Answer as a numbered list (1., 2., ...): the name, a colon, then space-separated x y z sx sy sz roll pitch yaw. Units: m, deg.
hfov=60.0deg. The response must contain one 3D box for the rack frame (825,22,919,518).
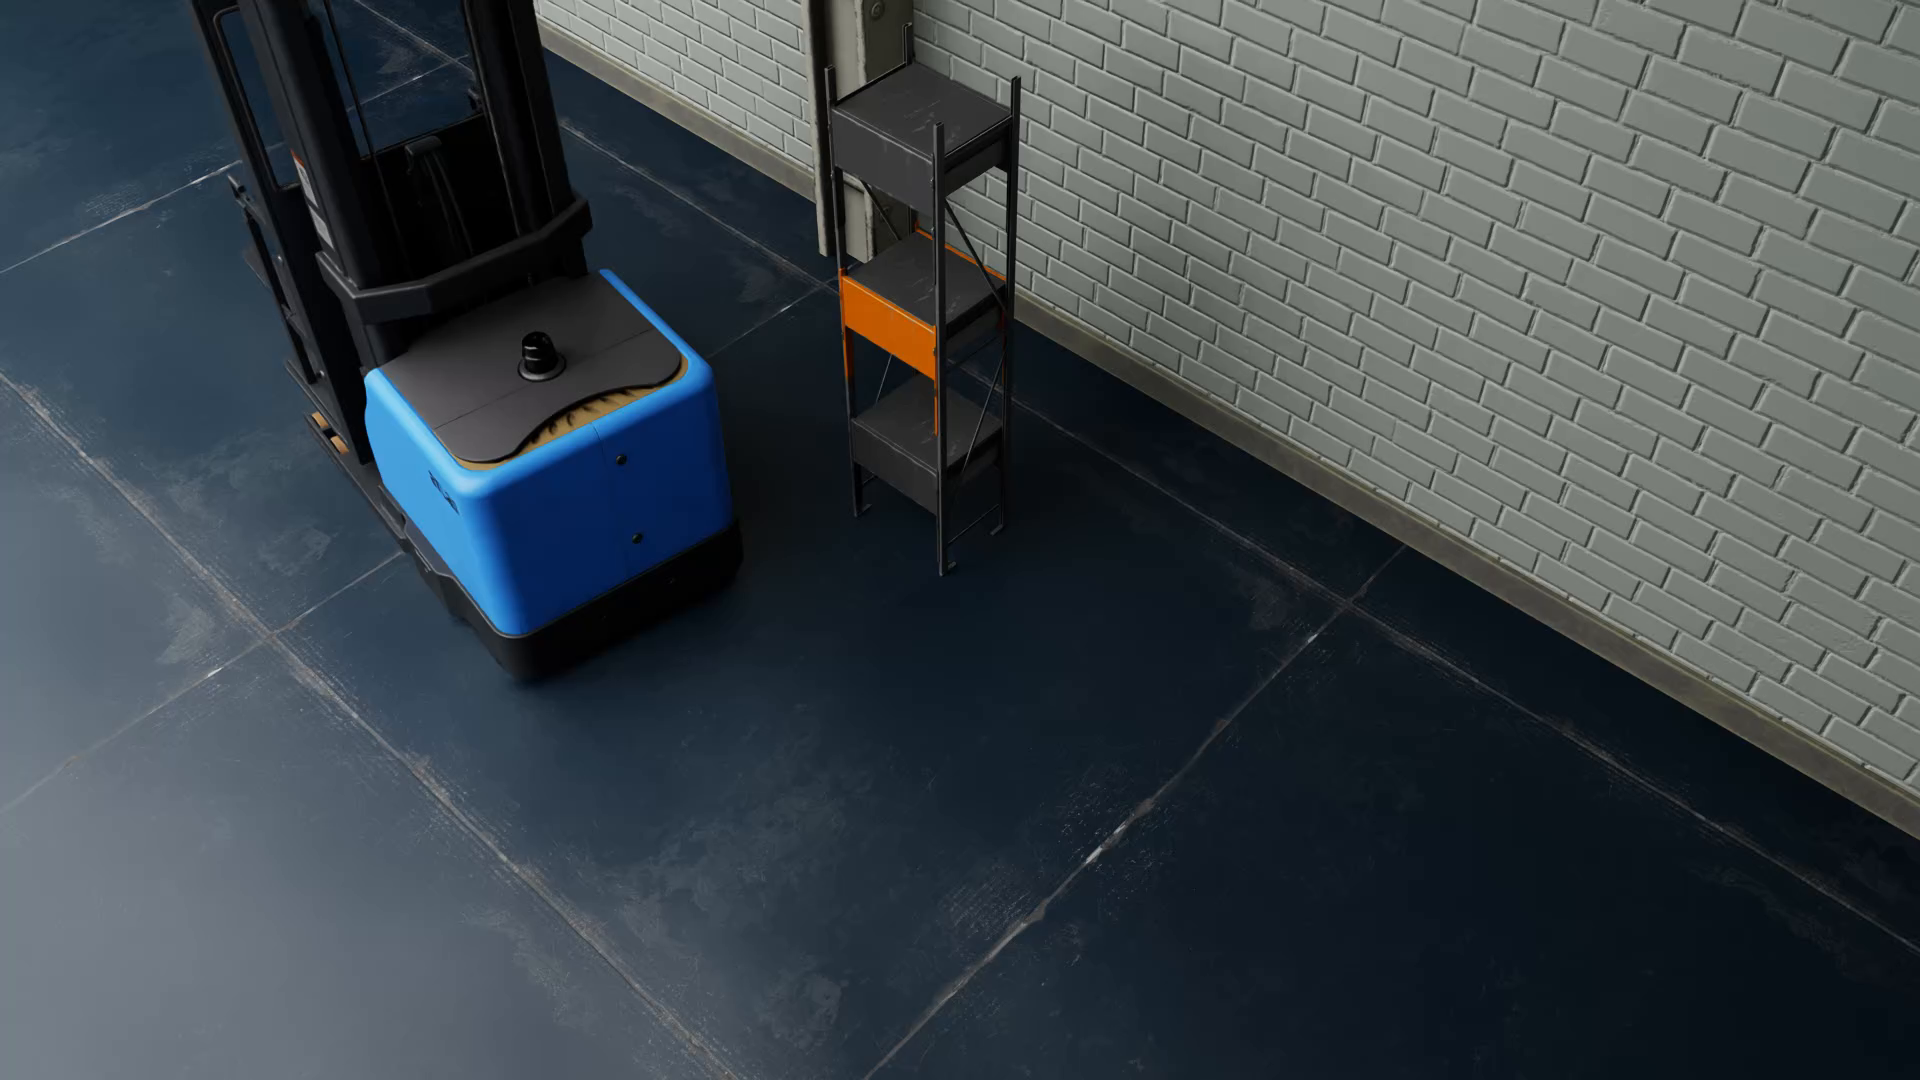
1. rack frame: -0.301 -0.921 6.283 0.015 2.100 0.400 34 55 28

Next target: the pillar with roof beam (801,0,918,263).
1. pillar with roof beam: -3.365 -2.176 2.729 0.400 9.000 9.100 34 55 28

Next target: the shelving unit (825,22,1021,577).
1. shelving unit: -0.122 -0.801 6.170 0.503 2.100 0.431 34 55 28

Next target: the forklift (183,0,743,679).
1. forklift: -2.180 -1.502 6.258 1.130 2.935 3.031 -30 54 -25

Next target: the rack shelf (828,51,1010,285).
1. rack shelf: -0.122 -1.270 5.670 0.480 0.518 0.431 34 55 28

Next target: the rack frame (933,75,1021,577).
1. rack frame: 0.058 -0.680 6.057 0.015 2.100 0.400 34 55 28

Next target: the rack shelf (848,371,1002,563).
1. rack shelf: -0.122 -0.312 6.690 0.480 0.518 0.431 34 55 28

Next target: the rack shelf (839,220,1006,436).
1. rack shelf: -0.122 -0.791 6.180 0.480 0.518 0.431 34 55 28
